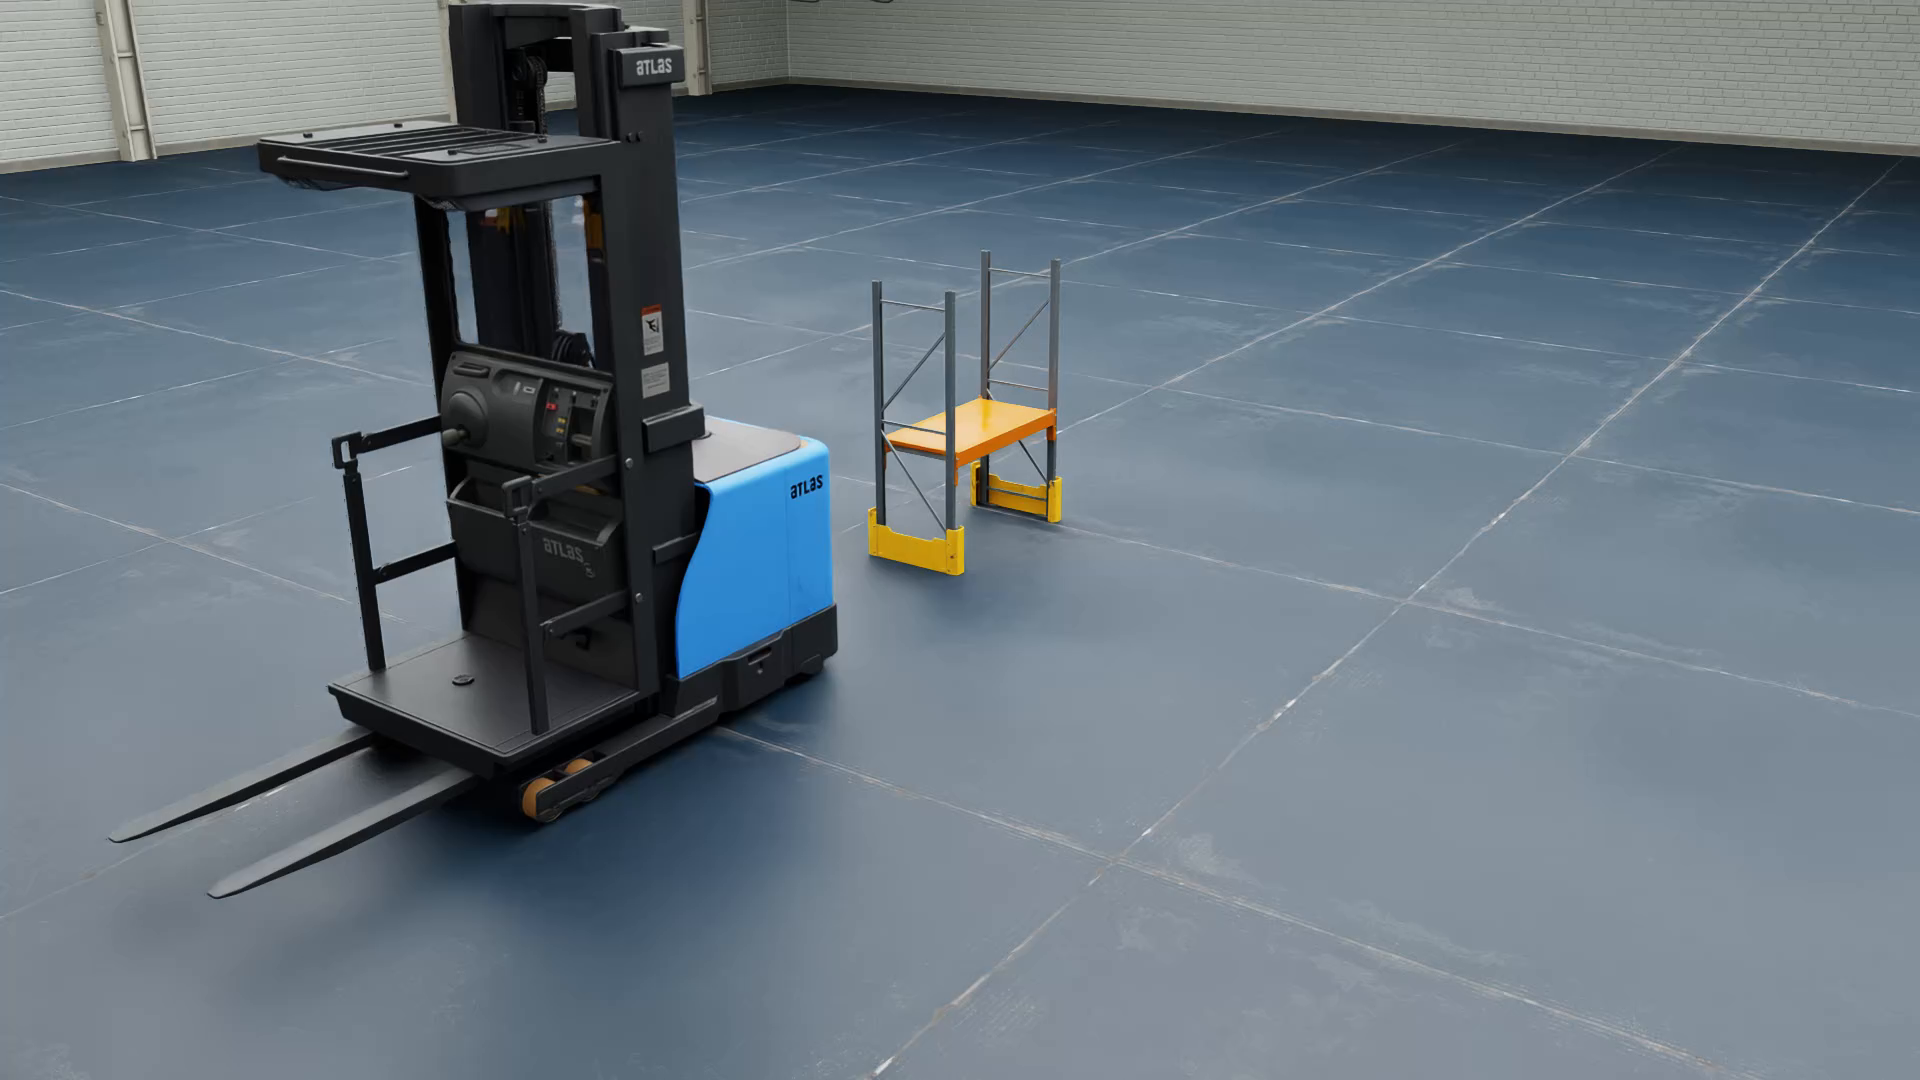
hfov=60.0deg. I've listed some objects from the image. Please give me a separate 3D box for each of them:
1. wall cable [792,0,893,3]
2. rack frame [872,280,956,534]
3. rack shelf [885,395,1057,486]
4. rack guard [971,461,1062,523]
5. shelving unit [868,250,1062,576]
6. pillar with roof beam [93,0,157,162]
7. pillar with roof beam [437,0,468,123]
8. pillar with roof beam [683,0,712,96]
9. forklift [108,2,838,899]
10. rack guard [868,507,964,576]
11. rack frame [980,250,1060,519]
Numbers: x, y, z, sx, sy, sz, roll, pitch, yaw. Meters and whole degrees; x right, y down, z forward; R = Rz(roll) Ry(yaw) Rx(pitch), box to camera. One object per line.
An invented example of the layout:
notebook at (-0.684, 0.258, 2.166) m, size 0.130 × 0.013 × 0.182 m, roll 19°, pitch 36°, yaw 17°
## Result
wall cable at (-2.507, -12.358, 34.180) m, size 3.097 × 2.526 × 0.112 m, roll 13°, pitch 24°, yaw 32°
rack frame at (-0.238, -0.582, 8.677) m, size 0.500 × 1.500 × 0.032 m, roll 13°, pitch 24°, yaw 32°
rack shelf at (0.048, -0.559, 9.133) m, size 0.538 × 0.185 × 1.000 m, roll 13°, pitch 24°, yaw 32°
rack guard at (0.323, -0.282, 9.667) m, size 0.587 × 0.250 × 0.087 m, roll 13°, pitch 24°, yaw 32°
shelving unit at (0.043, -0.725, 9.064) m, size 0.587 × 1.500 × 1.083 m, roll 13°, pitch 24°, yaw 32°
pillar with roof beam at (-8.442, -8.945, 20.476) m, size 9.100 × 9.000 × 0.400 m, roll 13°, pitch 24°, yaw 32°
pillar with roof beam at (-5.070, -10.666, 25.130) m, size 9.100 × 9.000 × 0.400 m, roll 13°, pitch 24°, yaw 32°
pillar with roof beam at (-1.697, -12.388, 29.784) m, size 9.100 × 9.000 × 0.400 m, roll 13°, pitch 24°, yaw 32°
forklift at (-1.829, -0.486, 6.354) m, size 1.130 × 2.935 × 3.031 m, roll 14°, pitch 24°, yaw 33°
rack guard at (-0.237, 0.004, 8.894) m, size 0.587 × 0.250 × 0.087 m, roll 13°, pitch 24°, yaw 32°
rack frame at (0.334, -0.874, 9.465) m, size 0.500 × 1.500 × 0.032 m, roll 13°, pitch 24°, yaw 32°
